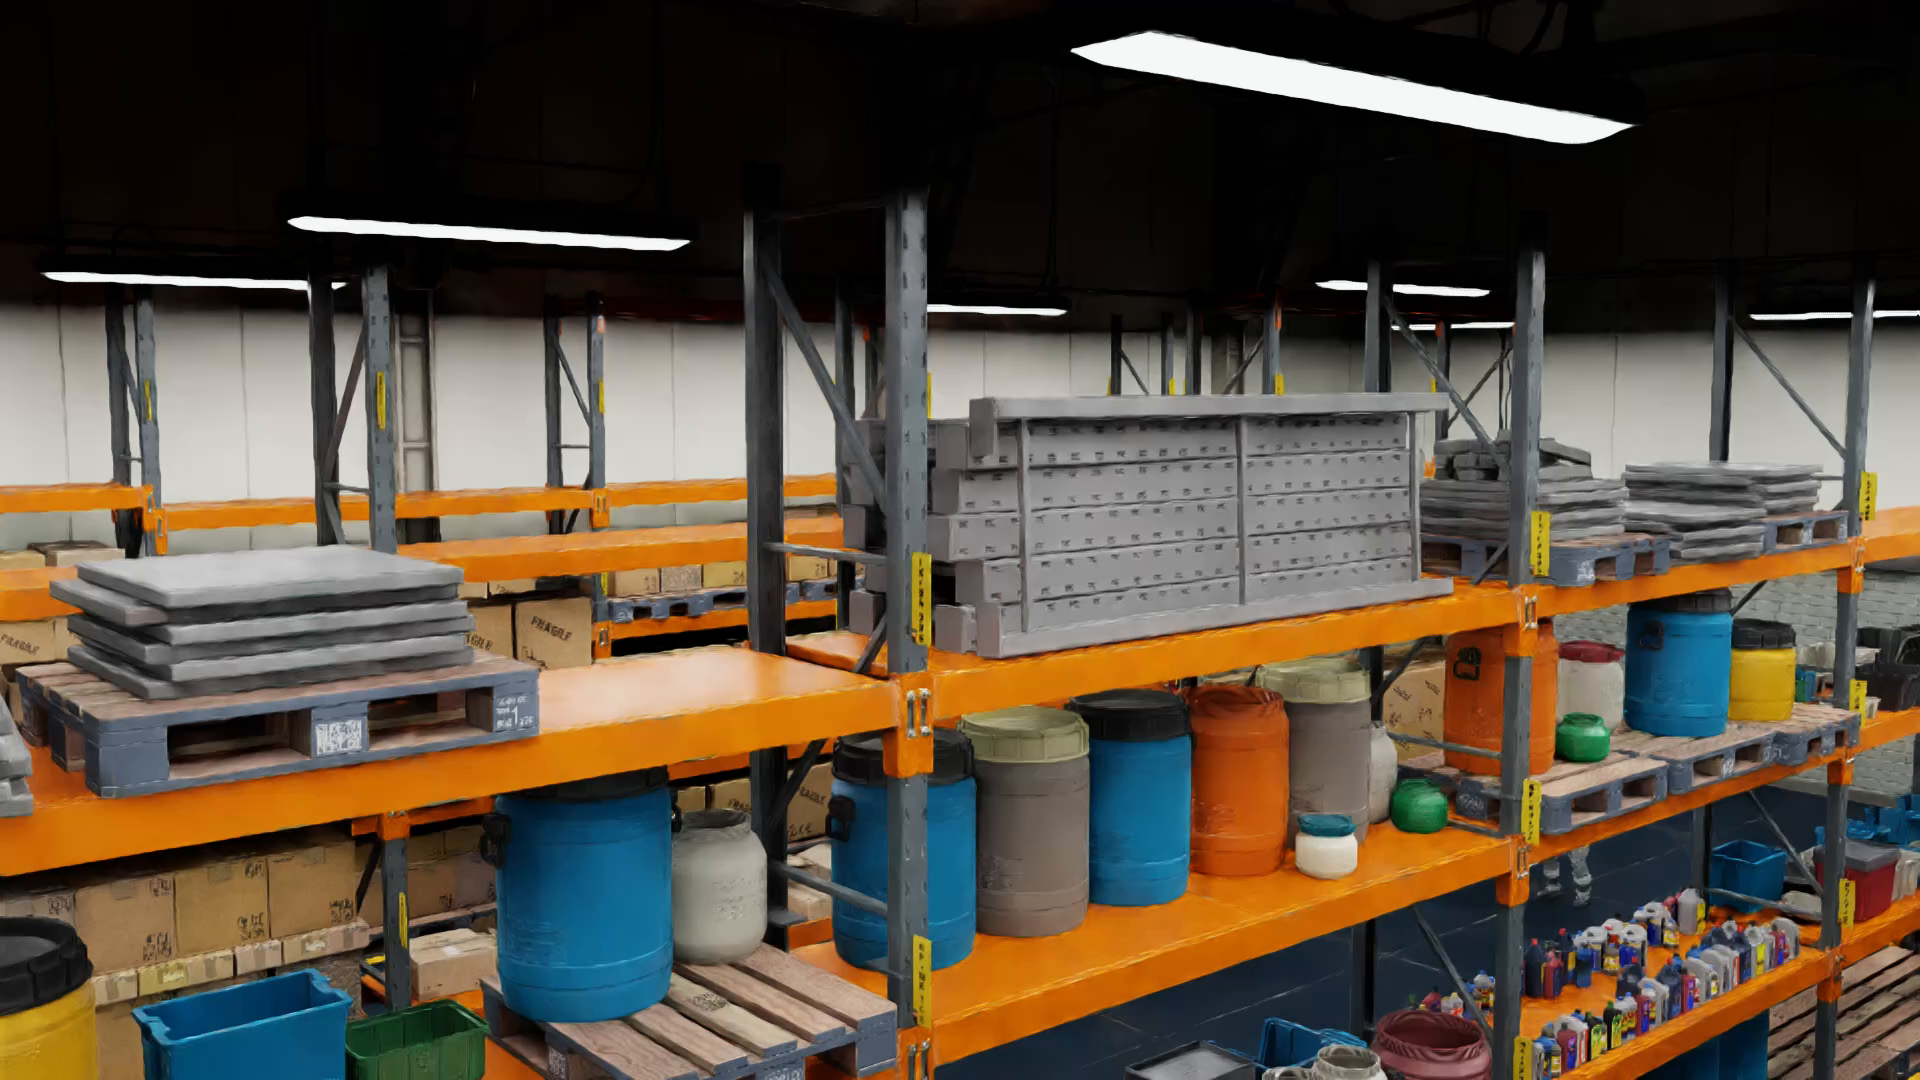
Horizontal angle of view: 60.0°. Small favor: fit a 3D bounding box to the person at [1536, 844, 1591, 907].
[{"bbox_3d":[5.943,2.739,16.312,0.552,1.742,0.677,-5,7,-42],"label":"person"}]
